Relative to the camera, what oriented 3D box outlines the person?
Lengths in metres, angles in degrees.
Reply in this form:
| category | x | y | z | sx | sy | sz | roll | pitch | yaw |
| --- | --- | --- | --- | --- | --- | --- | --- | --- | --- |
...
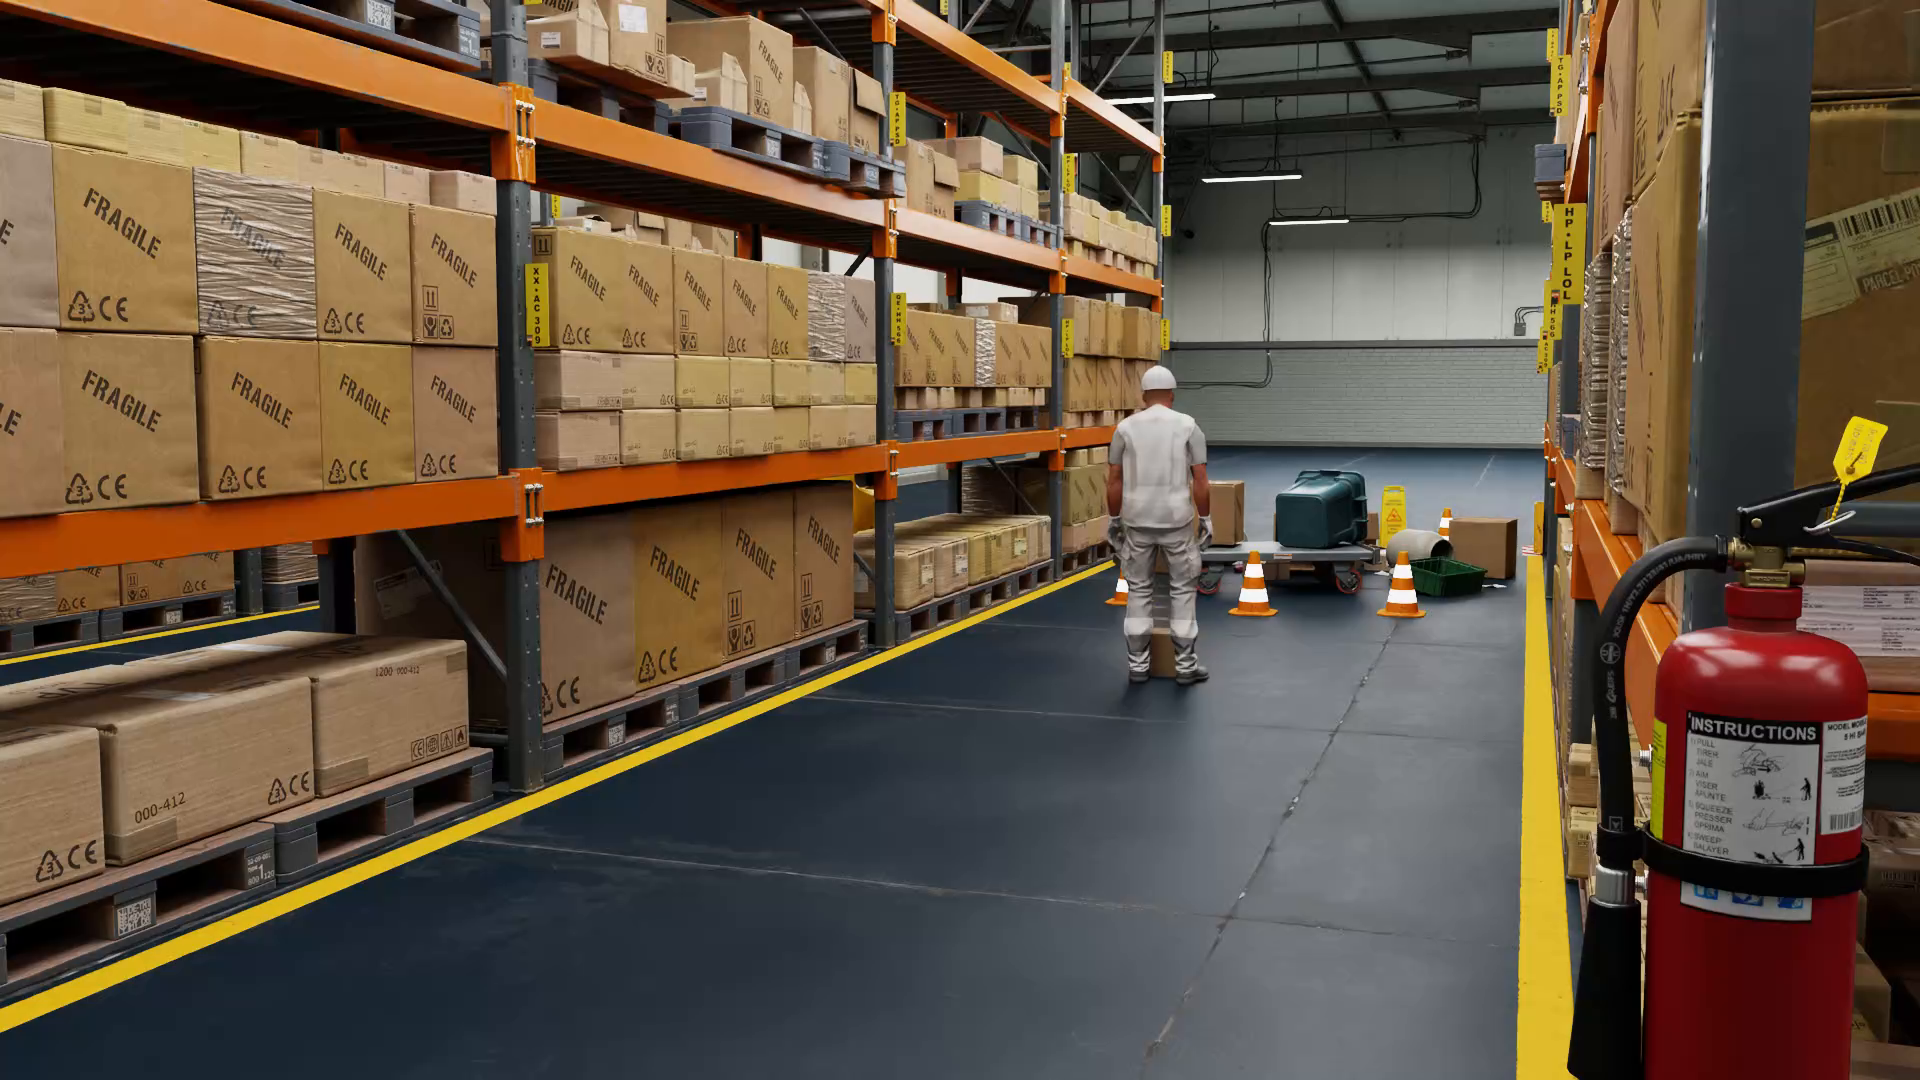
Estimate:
| category | x | y | z | sx | sy | sz | roll | pitch | yaw |
| --- | --- | --- | --- | --- | --- | --- | --- | --- | --- |
| person | 15.595 | -0.422 | 13.324 | 26.189 | 1.731 | 16.159 | 1 | 5 | 16 |
